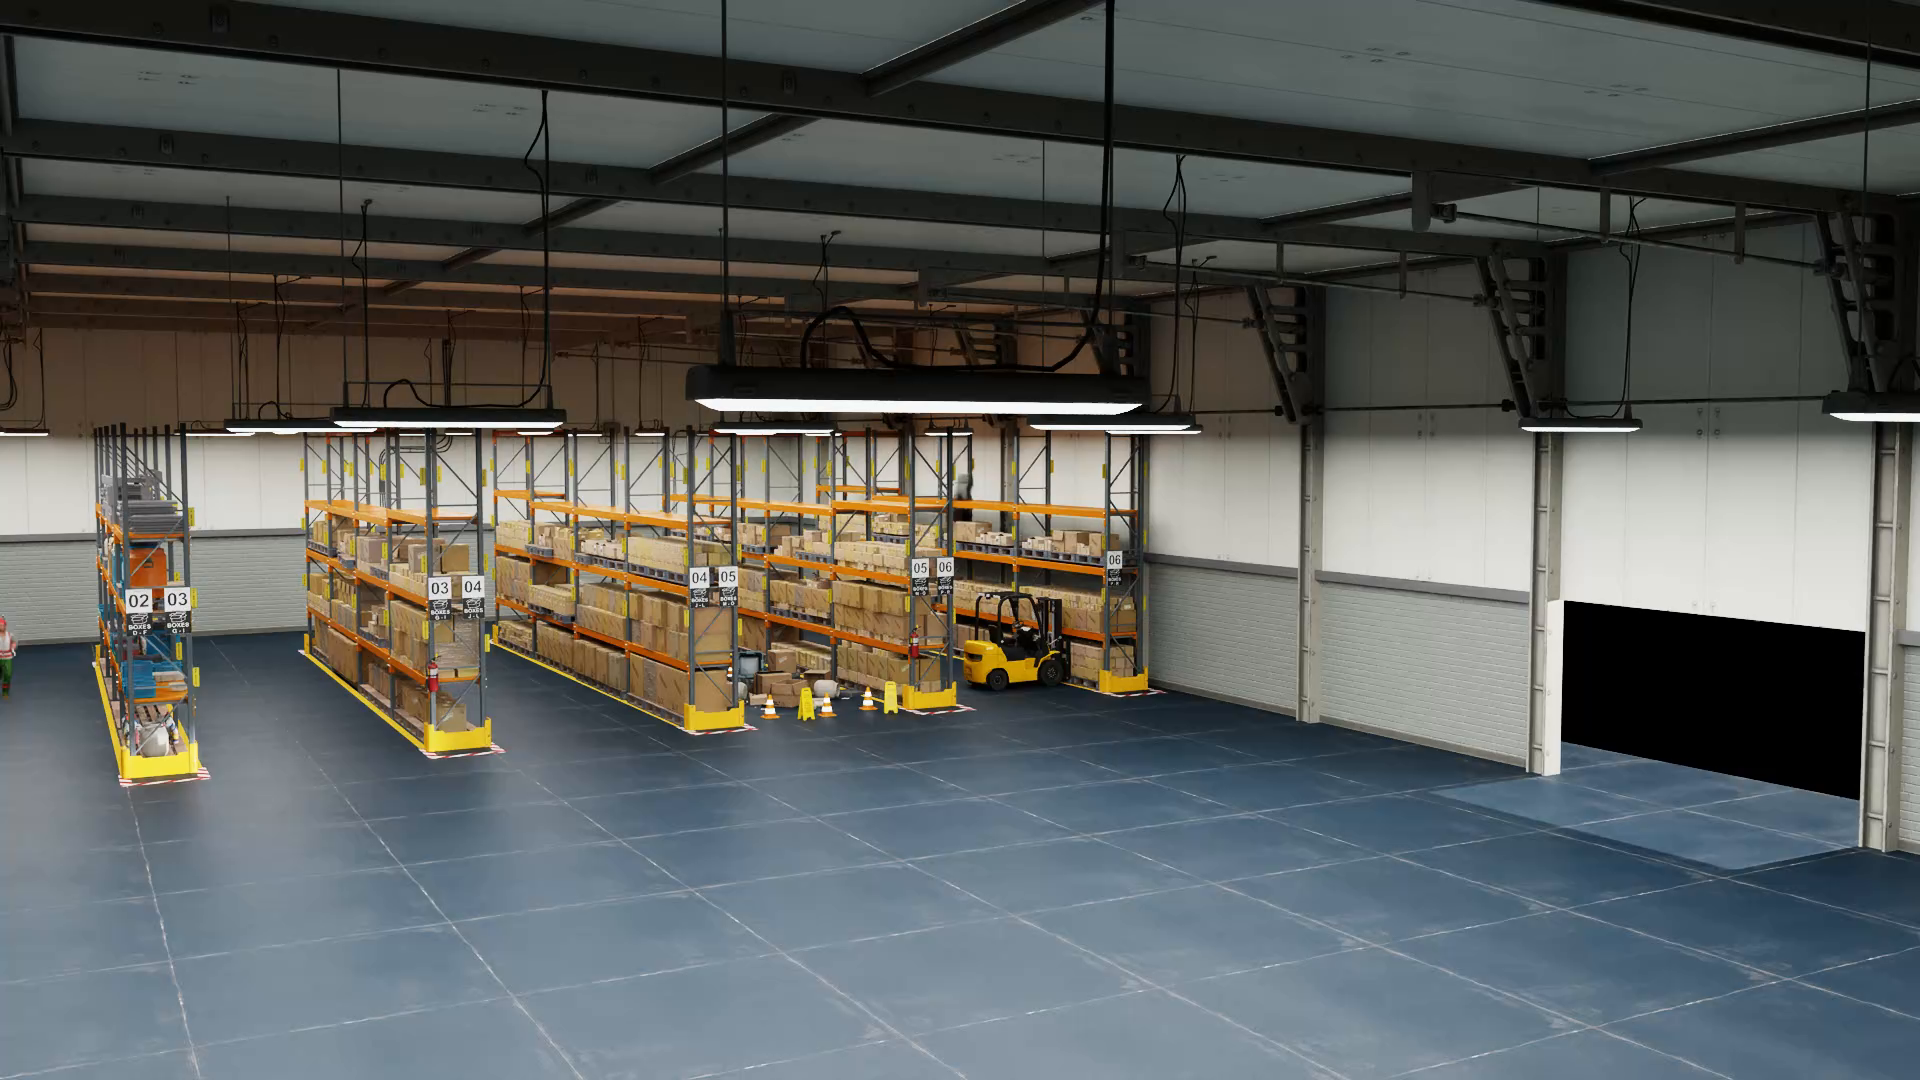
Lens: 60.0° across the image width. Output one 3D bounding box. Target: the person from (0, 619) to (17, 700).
[{"bbox_3d":[-21.023,2.619,36.498,0.667,1.763,0.860,-3,5,-44],"label":"person"}]
